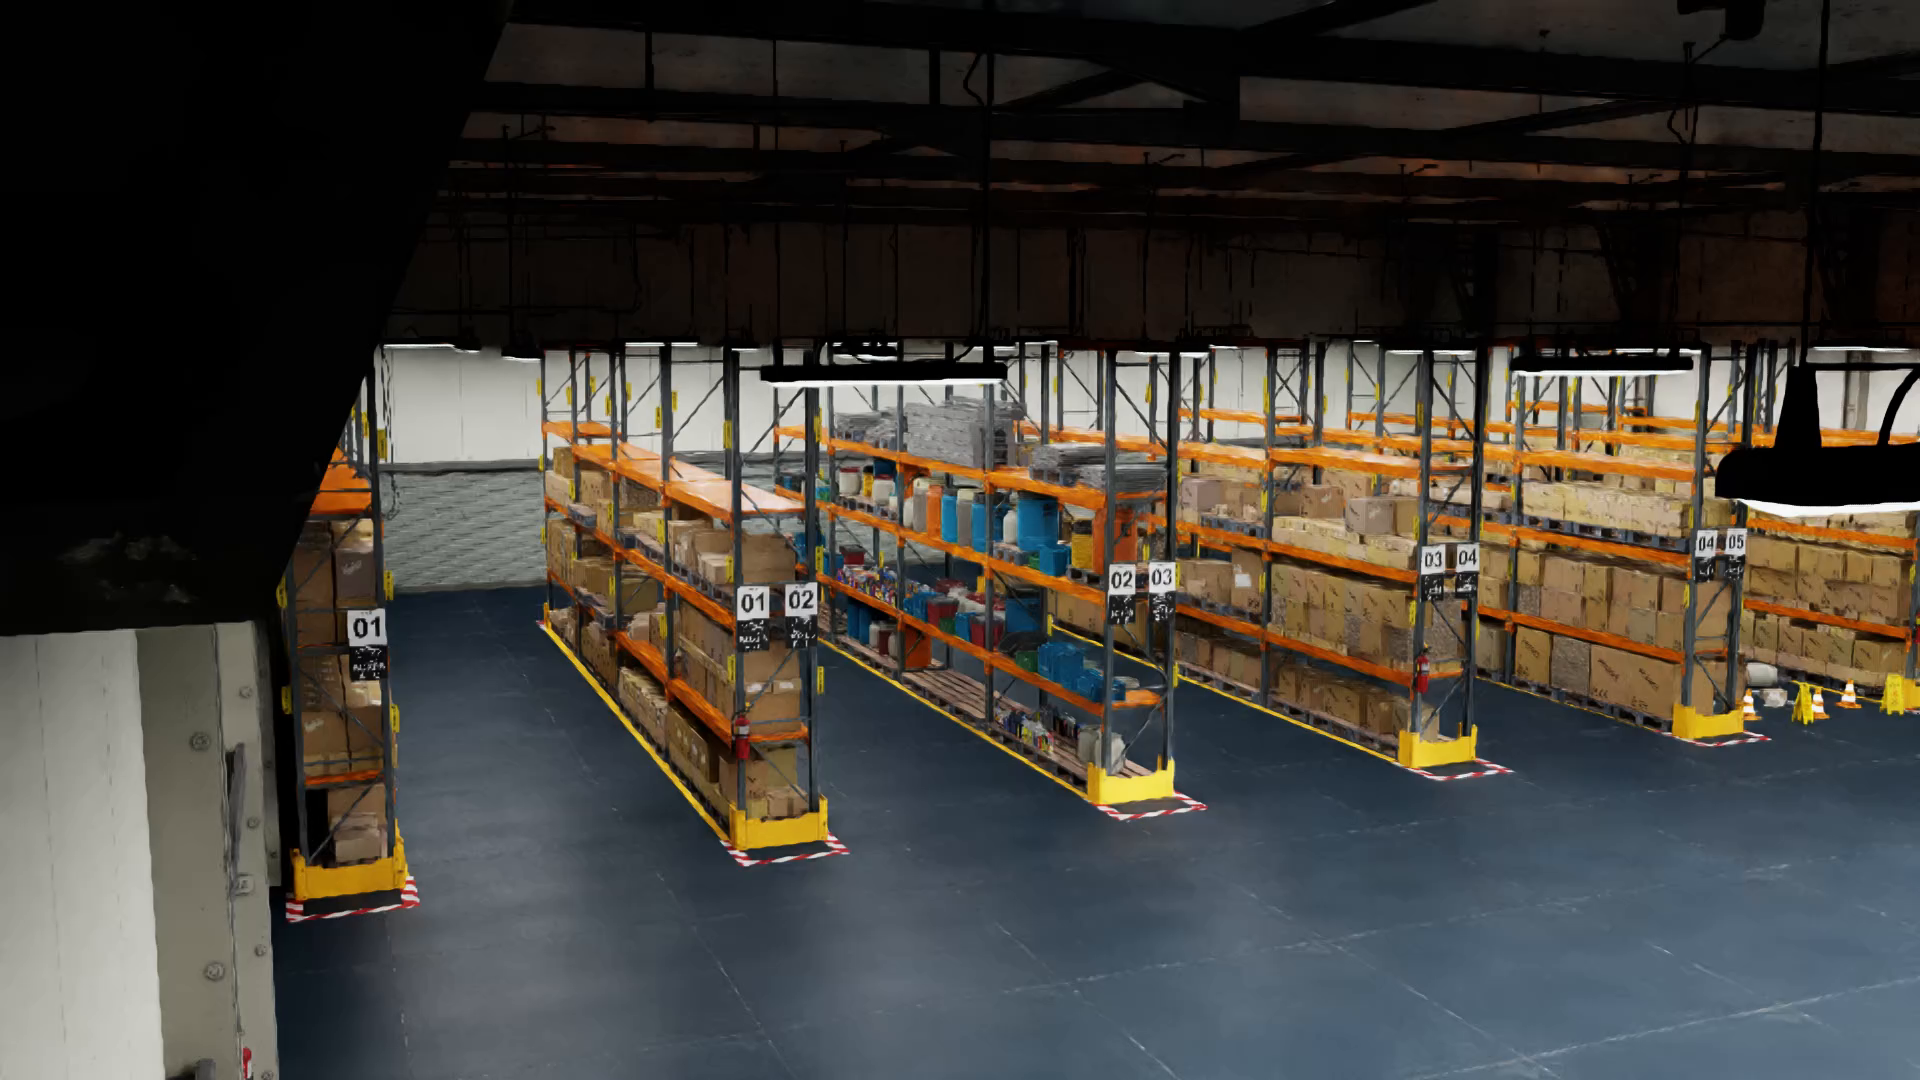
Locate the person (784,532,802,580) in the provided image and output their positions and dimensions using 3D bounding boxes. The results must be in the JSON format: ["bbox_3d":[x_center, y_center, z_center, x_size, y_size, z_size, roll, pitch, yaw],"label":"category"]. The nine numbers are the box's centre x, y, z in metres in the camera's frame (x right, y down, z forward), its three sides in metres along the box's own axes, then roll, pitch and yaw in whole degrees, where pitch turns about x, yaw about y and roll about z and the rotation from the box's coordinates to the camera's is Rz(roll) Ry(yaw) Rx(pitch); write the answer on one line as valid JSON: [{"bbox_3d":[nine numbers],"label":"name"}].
[{"bbox_3d":[-3.612,0.679,35.738,0.654,1.696,0.445,7,10,43],"label":"person"}]
